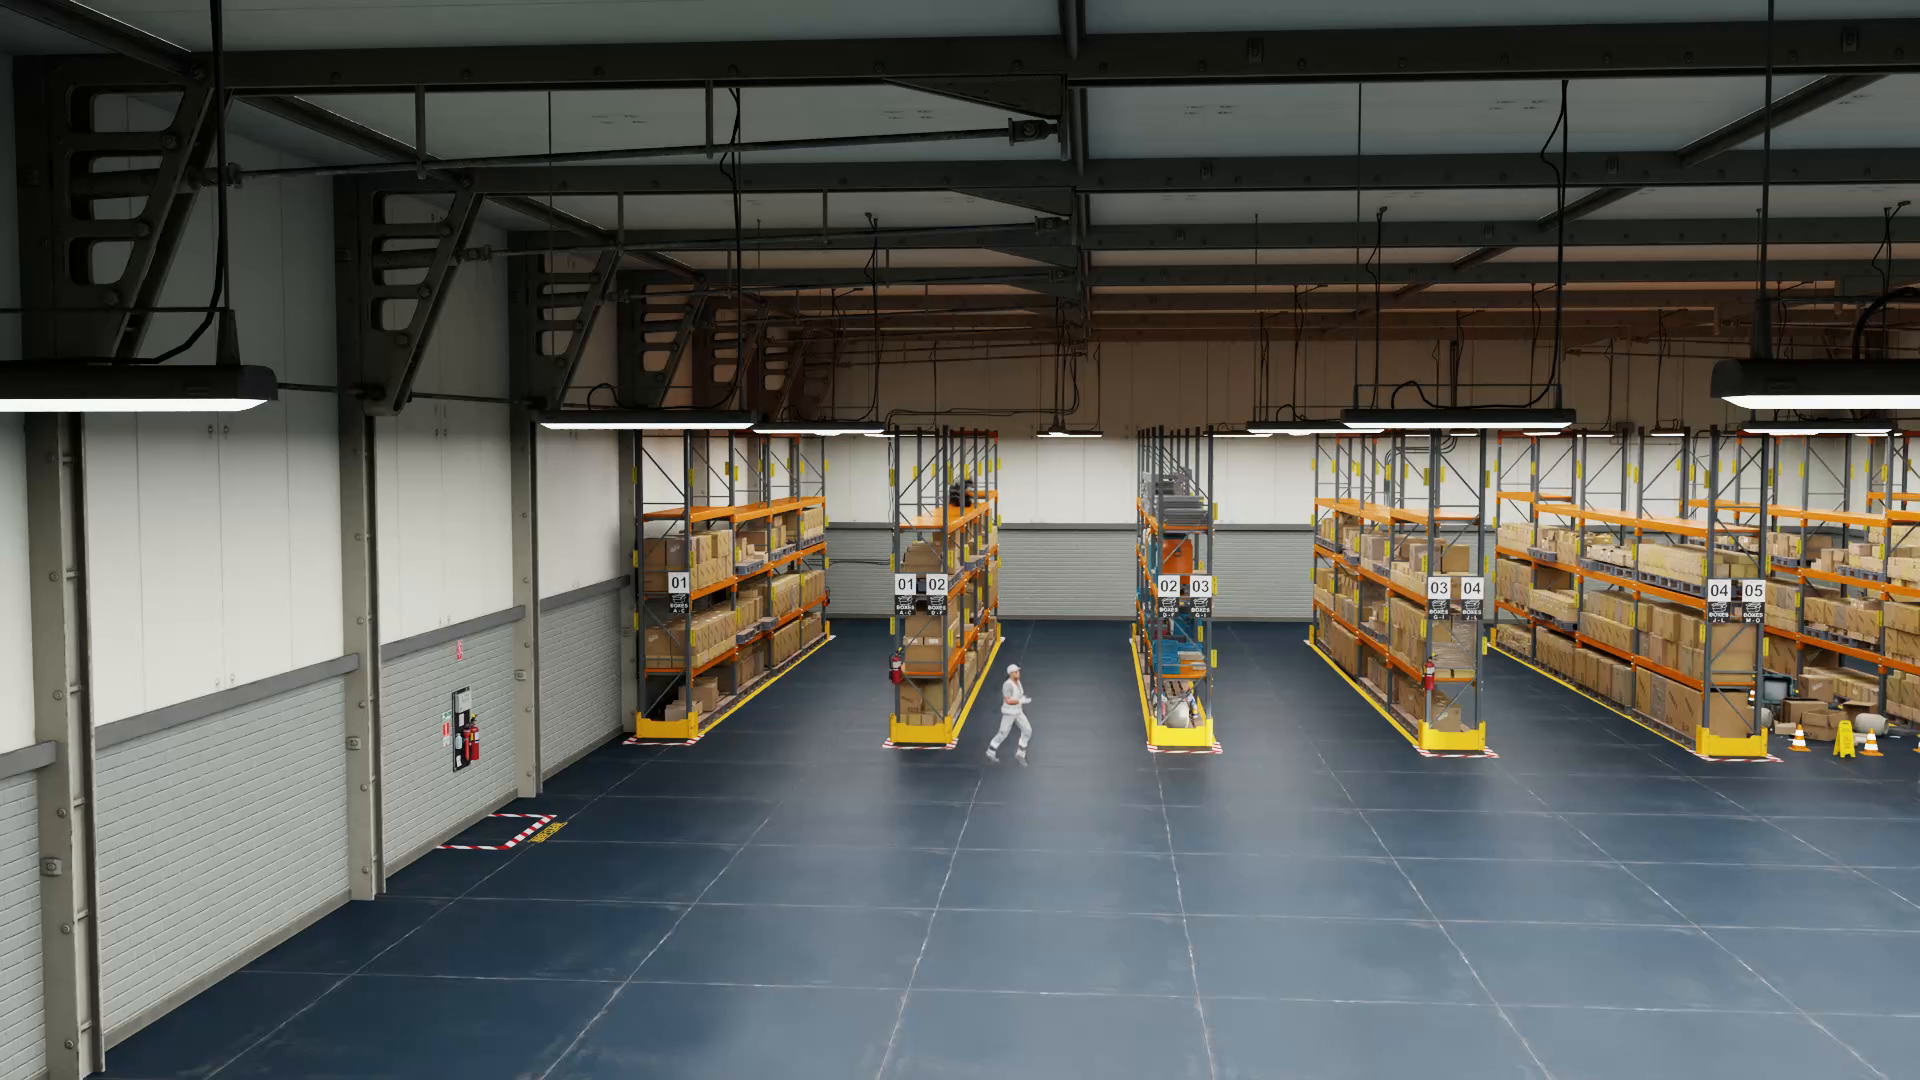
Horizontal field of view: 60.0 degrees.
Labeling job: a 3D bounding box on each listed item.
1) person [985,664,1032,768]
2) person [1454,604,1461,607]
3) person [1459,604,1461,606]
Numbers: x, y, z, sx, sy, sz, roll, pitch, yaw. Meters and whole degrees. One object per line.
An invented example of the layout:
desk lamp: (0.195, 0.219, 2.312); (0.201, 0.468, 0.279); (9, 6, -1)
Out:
person: (0.906, 3.075, 29.179); (0.907, 1.817, 0.676); (2, 4, 34)
person: (13.625, 2.194, 46.427); (0.657, 1.512, 0.491); (3, 4, 37)
person: (14.207, 2.057, 47.343); (0.910, 1.656, 0.730); (-2, 4, -25)
